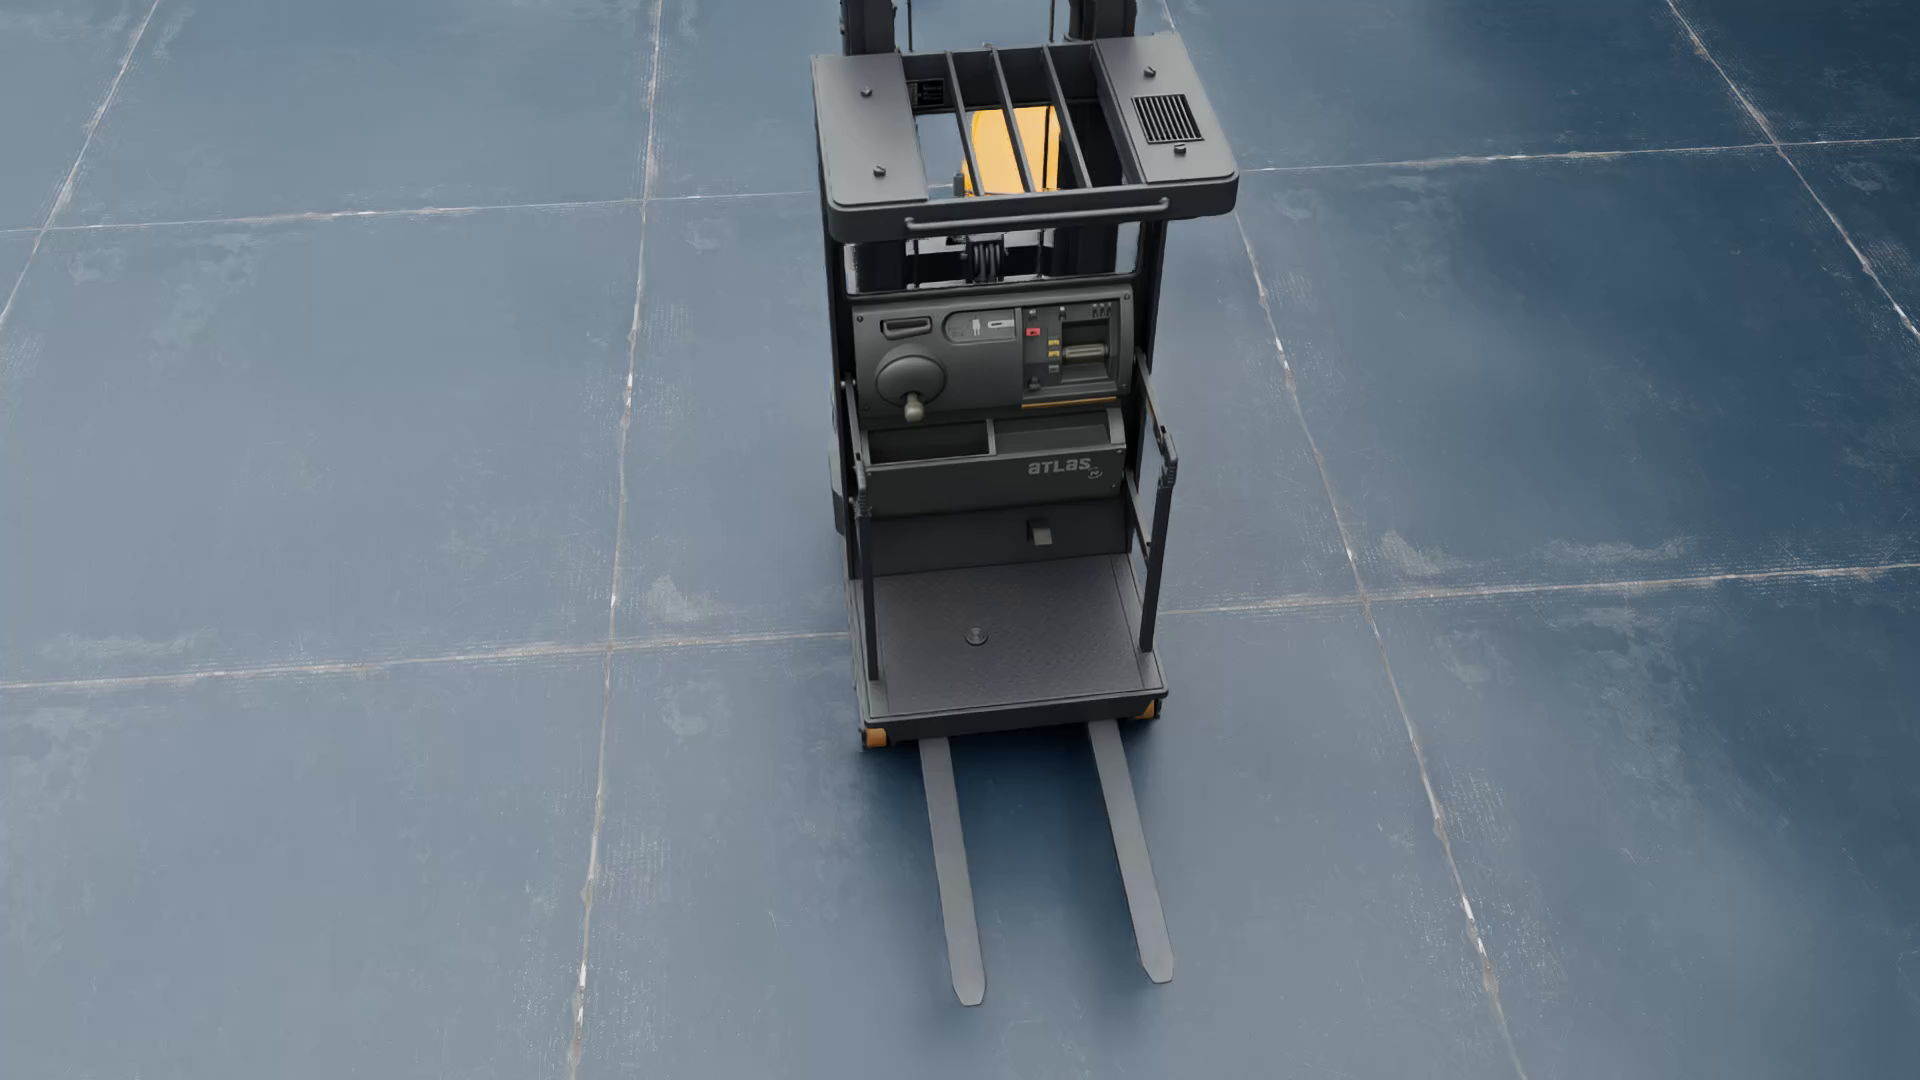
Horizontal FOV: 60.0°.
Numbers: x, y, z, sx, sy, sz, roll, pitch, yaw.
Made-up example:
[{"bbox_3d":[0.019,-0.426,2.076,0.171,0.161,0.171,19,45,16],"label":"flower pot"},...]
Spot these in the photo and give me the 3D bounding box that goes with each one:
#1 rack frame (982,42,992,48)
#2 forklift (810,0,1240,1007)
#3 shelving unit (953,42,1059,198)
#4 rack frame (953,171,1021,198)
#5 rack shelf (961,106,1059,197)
[{"bbox_3d":[0.349,-1.810,7.826,0.500,1.125,0.032,5,47,5],"label":"rack frame"},{"bbox_3d":[0.145,-0.517,5.358,1.130,2.935,3.031,-5,47,-5],"label":"forklift"},{"bbox_3d":[0.285,-1.444,7.479,0.538,1.125,1.048,5,47,5],"label":"shelving unit"},{"bbox_3d":[0.221,-1.077,7.132,0.500,1.125,0.032,5,47,5],"label":"rack frame"},{"bbox_3d":[0.285,-1.645,7.266,0.538,0.278,1.000,5,47,5],"label":"rack shelf"}]
